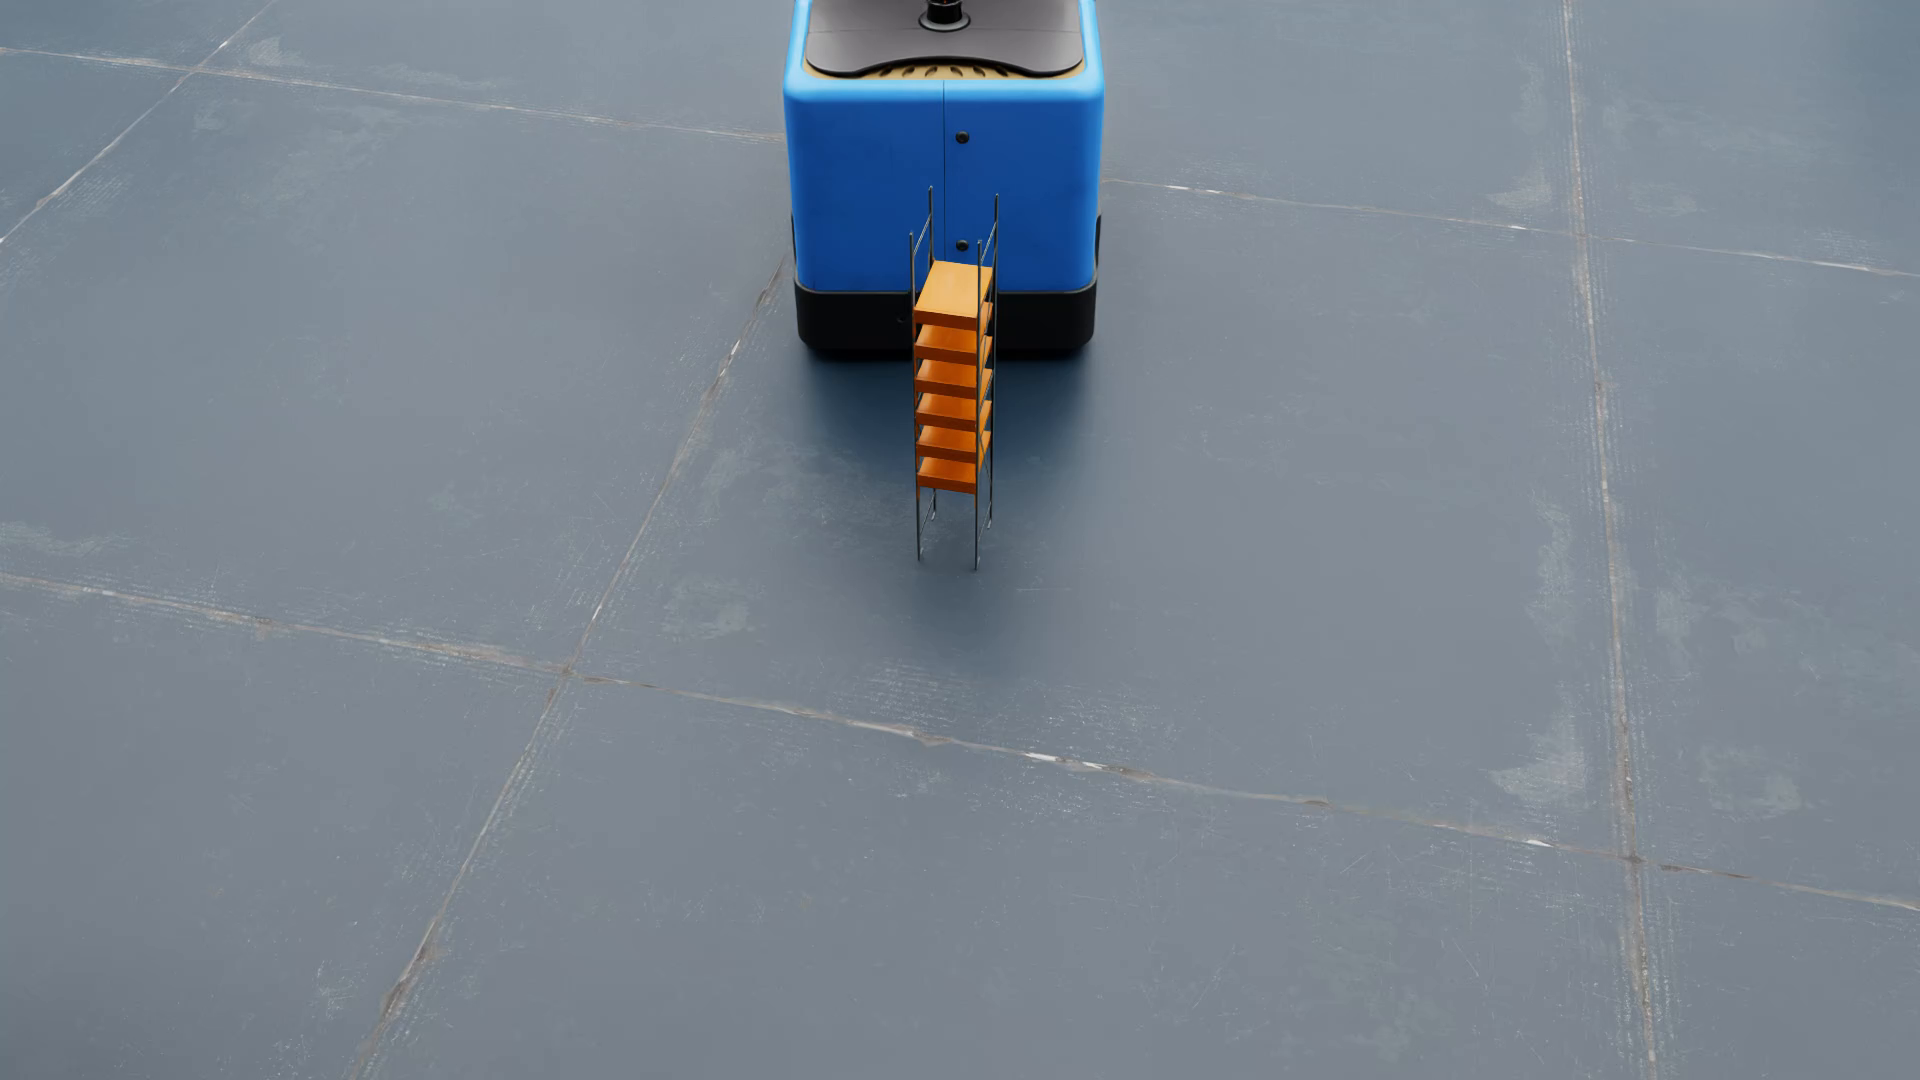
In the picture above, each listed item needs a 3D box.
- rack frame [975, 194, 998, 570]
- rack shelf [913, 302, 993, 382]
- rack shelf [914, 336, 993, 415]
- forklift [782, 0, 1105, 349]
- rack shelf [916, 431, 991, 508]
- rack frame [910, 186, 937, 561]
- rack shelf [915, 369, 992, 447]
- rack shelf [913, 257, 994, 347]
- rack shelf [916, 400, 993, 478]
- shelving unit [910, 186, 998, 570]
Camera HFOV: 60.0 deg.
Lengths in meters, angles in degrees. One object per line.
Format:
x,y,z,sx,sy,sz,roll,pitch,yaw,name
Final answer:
0.075,-0.421,4.822,0.006,1.200,0.240,9,45,9,rack frame
-0.014,-0.575,4.701,0.180,0.103,0.258,9,45,9,rack shelf
-0.014,-0.489,4.784,0.180,0.103,0.258,9,45,9,rack shelf
-0.052,-2.724,5.966,1.130,2.935,3.031,0,44,0,forklift
-0.014,-0.230,5.033,0.180,0.103,0.258,9,45,9,rack shelf
-0.103,-0.448,4.851,0.006,1.200,0.240,9,45,9,rack frame
-0.014,-0.402,4.867,0.180,0.103,0.258,9,45,9,rack shelf
-0.014,-0.662,4.617,0.180,0.103,0.258,9,45,9,rack shelf
-0.014,-0.316,4.950,0.180,0.103,0.258,9,45,9,rack shelf
-0.014,-0.434,4.836,0.189,1.200,0.258,9,45,9,shelving unit
